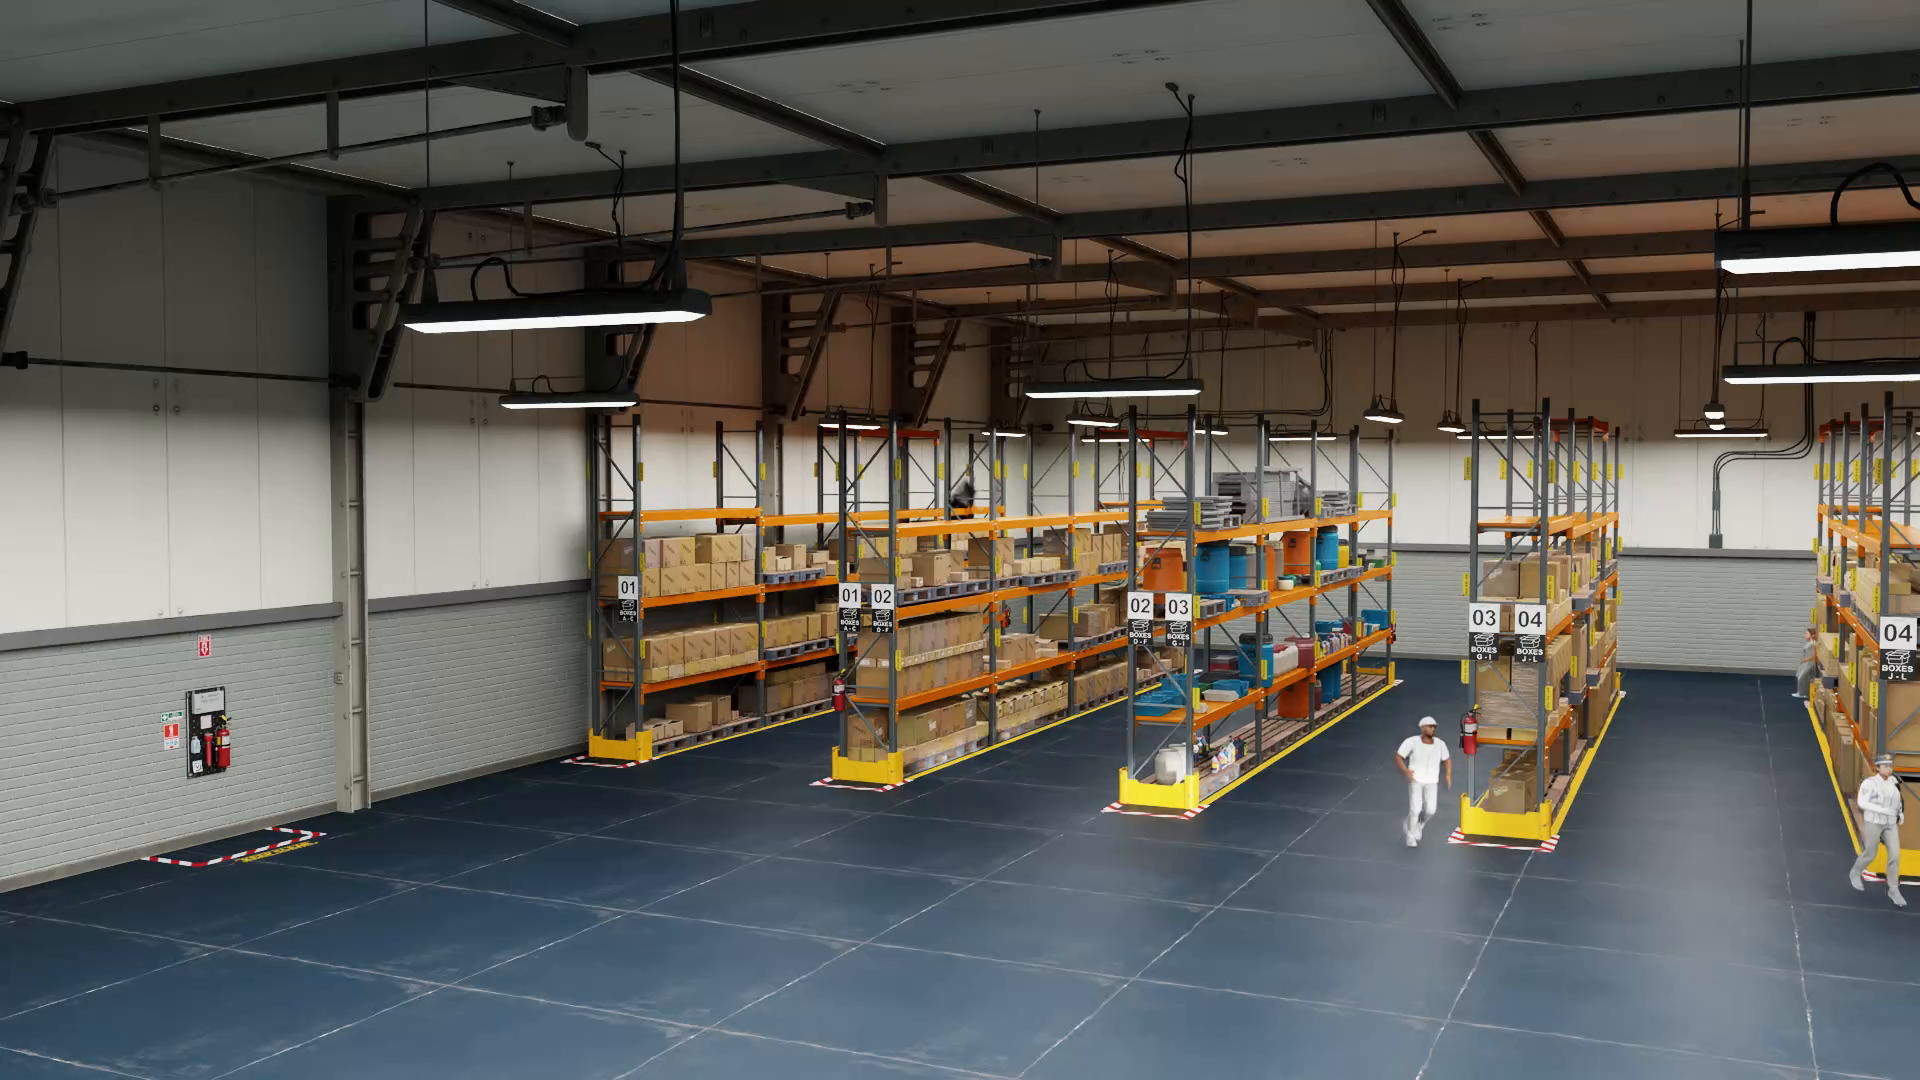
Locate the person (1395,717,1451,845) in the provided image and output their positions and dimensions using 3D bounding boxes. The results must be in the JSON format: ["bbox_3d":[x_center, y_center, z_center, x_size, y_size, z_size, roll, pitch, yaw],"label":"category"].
[{"bbox_3d":[6.221,3.228,22.244,0.778,1.714,0.509,0,2,-2],"label":"person"}]

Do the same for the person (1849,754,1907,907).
[{"bbox_3d":[10.782,3.352,19.499,0.617,1.726,0.811,0,2,-6],"label":"person"}]

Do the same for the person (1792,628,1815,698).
[{"bbox_3d":[18.658,2.709,36.507,0.596,1.569,0.727,1,2,12],"label":"person"}]
